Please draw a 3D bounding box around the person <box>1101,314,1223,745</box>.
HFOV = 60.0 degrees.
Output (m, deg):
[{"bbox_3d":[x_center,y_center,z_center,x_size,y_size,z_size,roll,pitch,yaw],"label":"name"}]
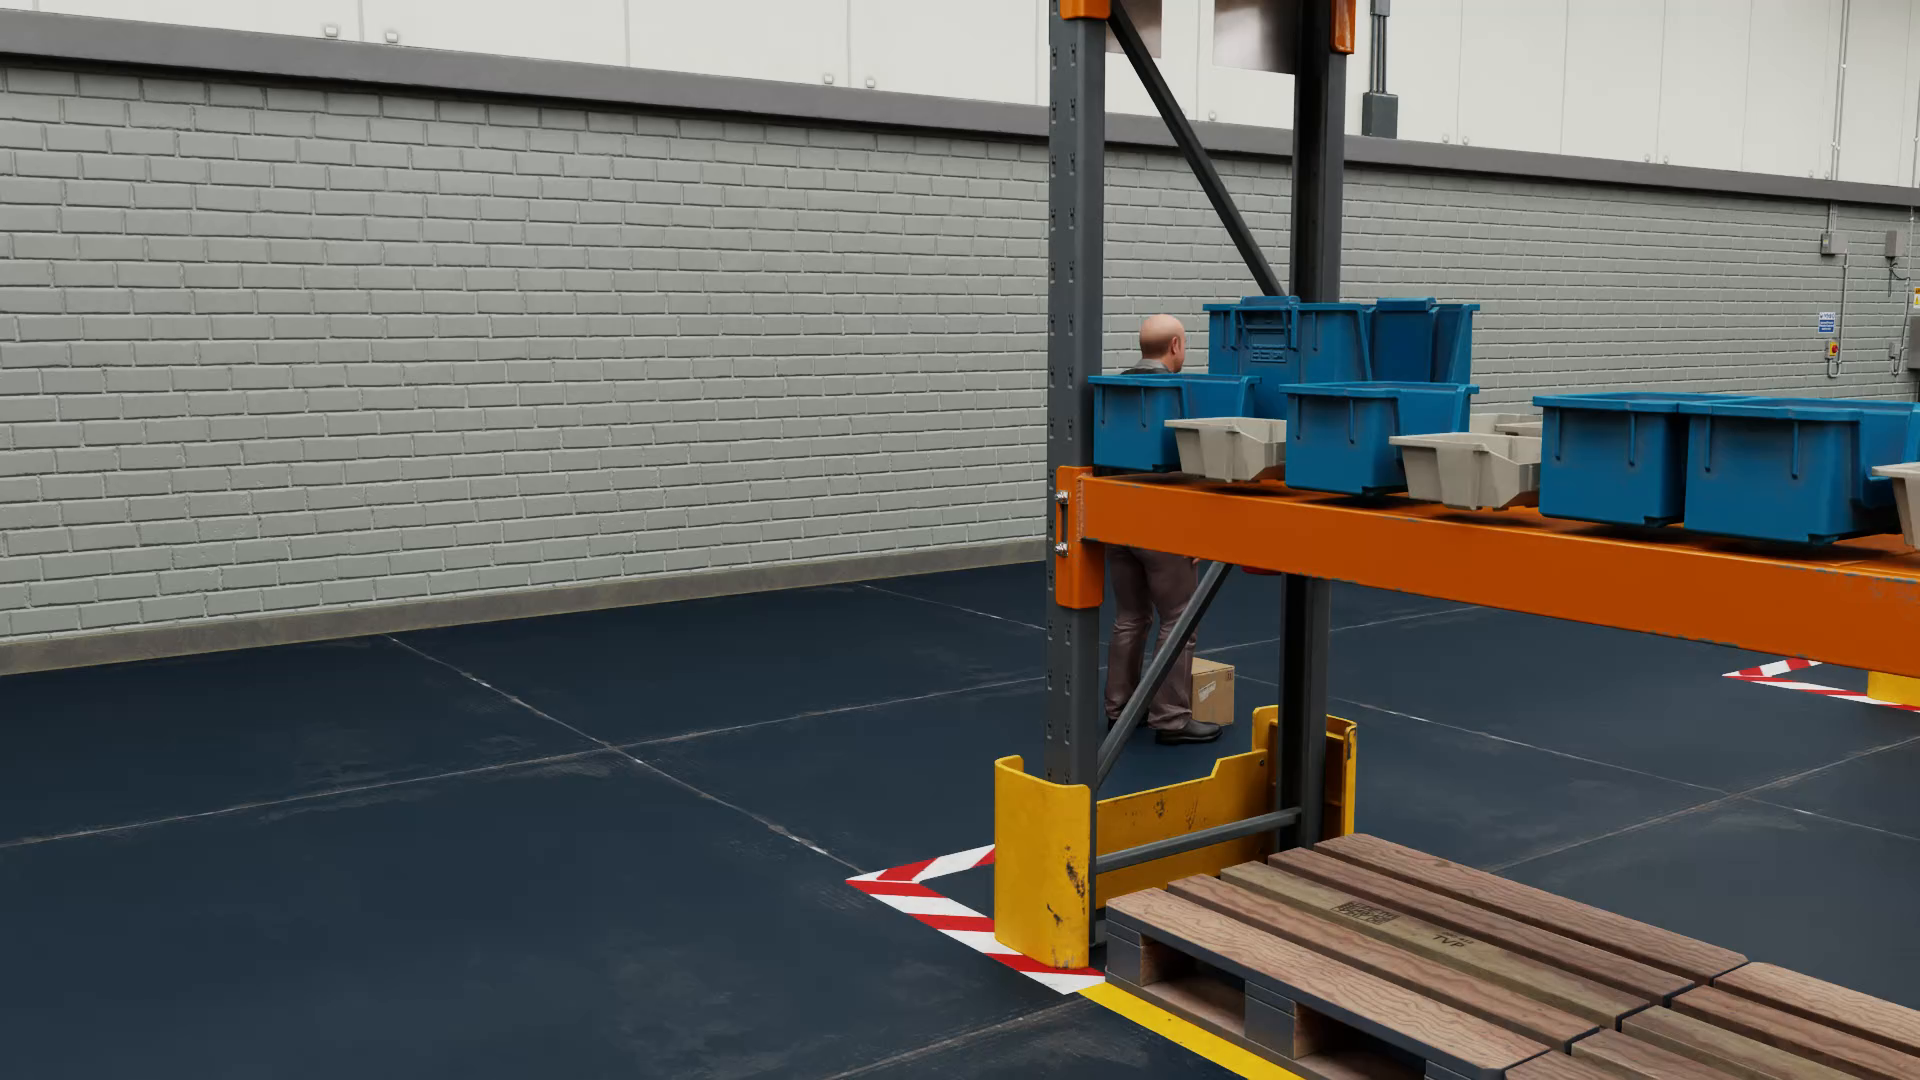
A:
[{"bbox_3d":[0.766,-0.053,6.777,0.417,1.721,0.580,-6,9,-35],"label":"person"}]
